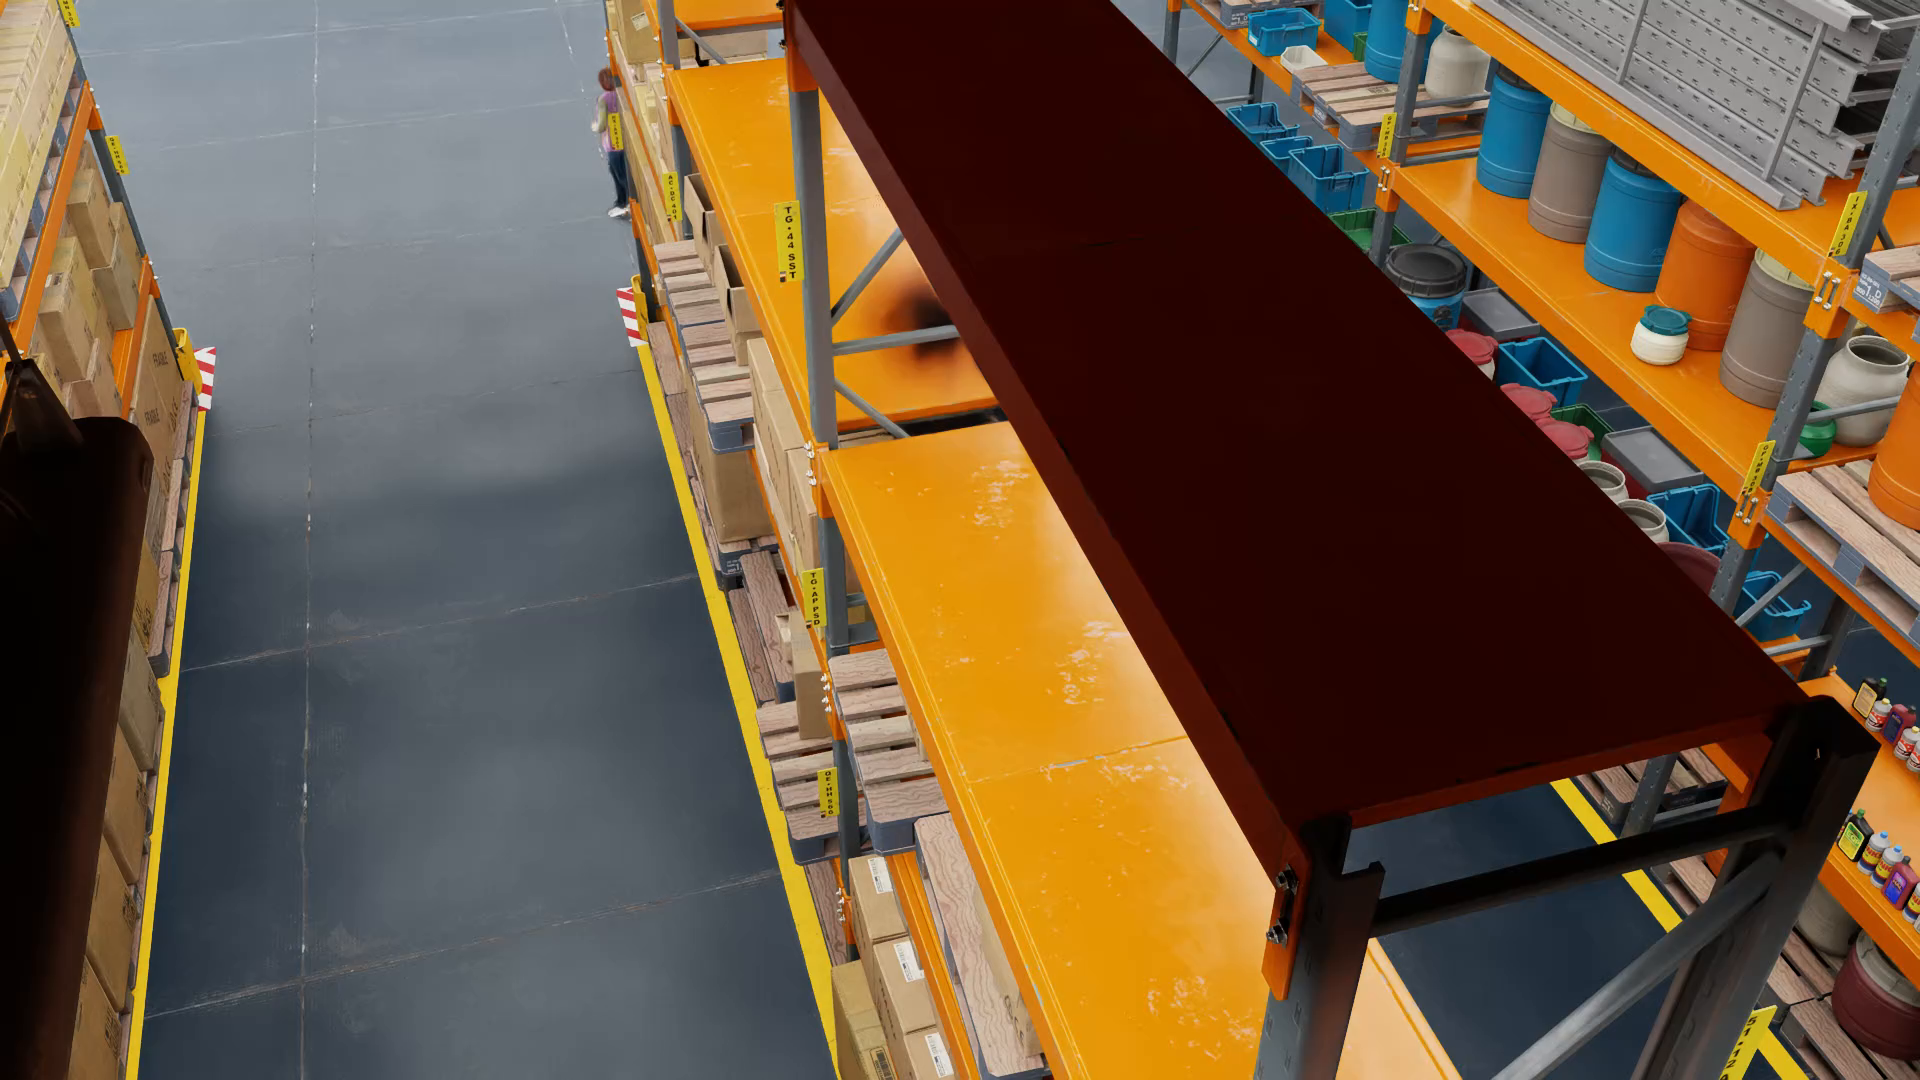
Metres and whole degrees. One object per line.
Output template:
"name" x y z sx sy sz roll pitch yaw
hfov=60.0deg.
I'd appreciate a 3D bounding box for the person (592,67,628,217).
"person" -3.297 -3.838 16.389 0.755 1.628 0.531 20 43 24
